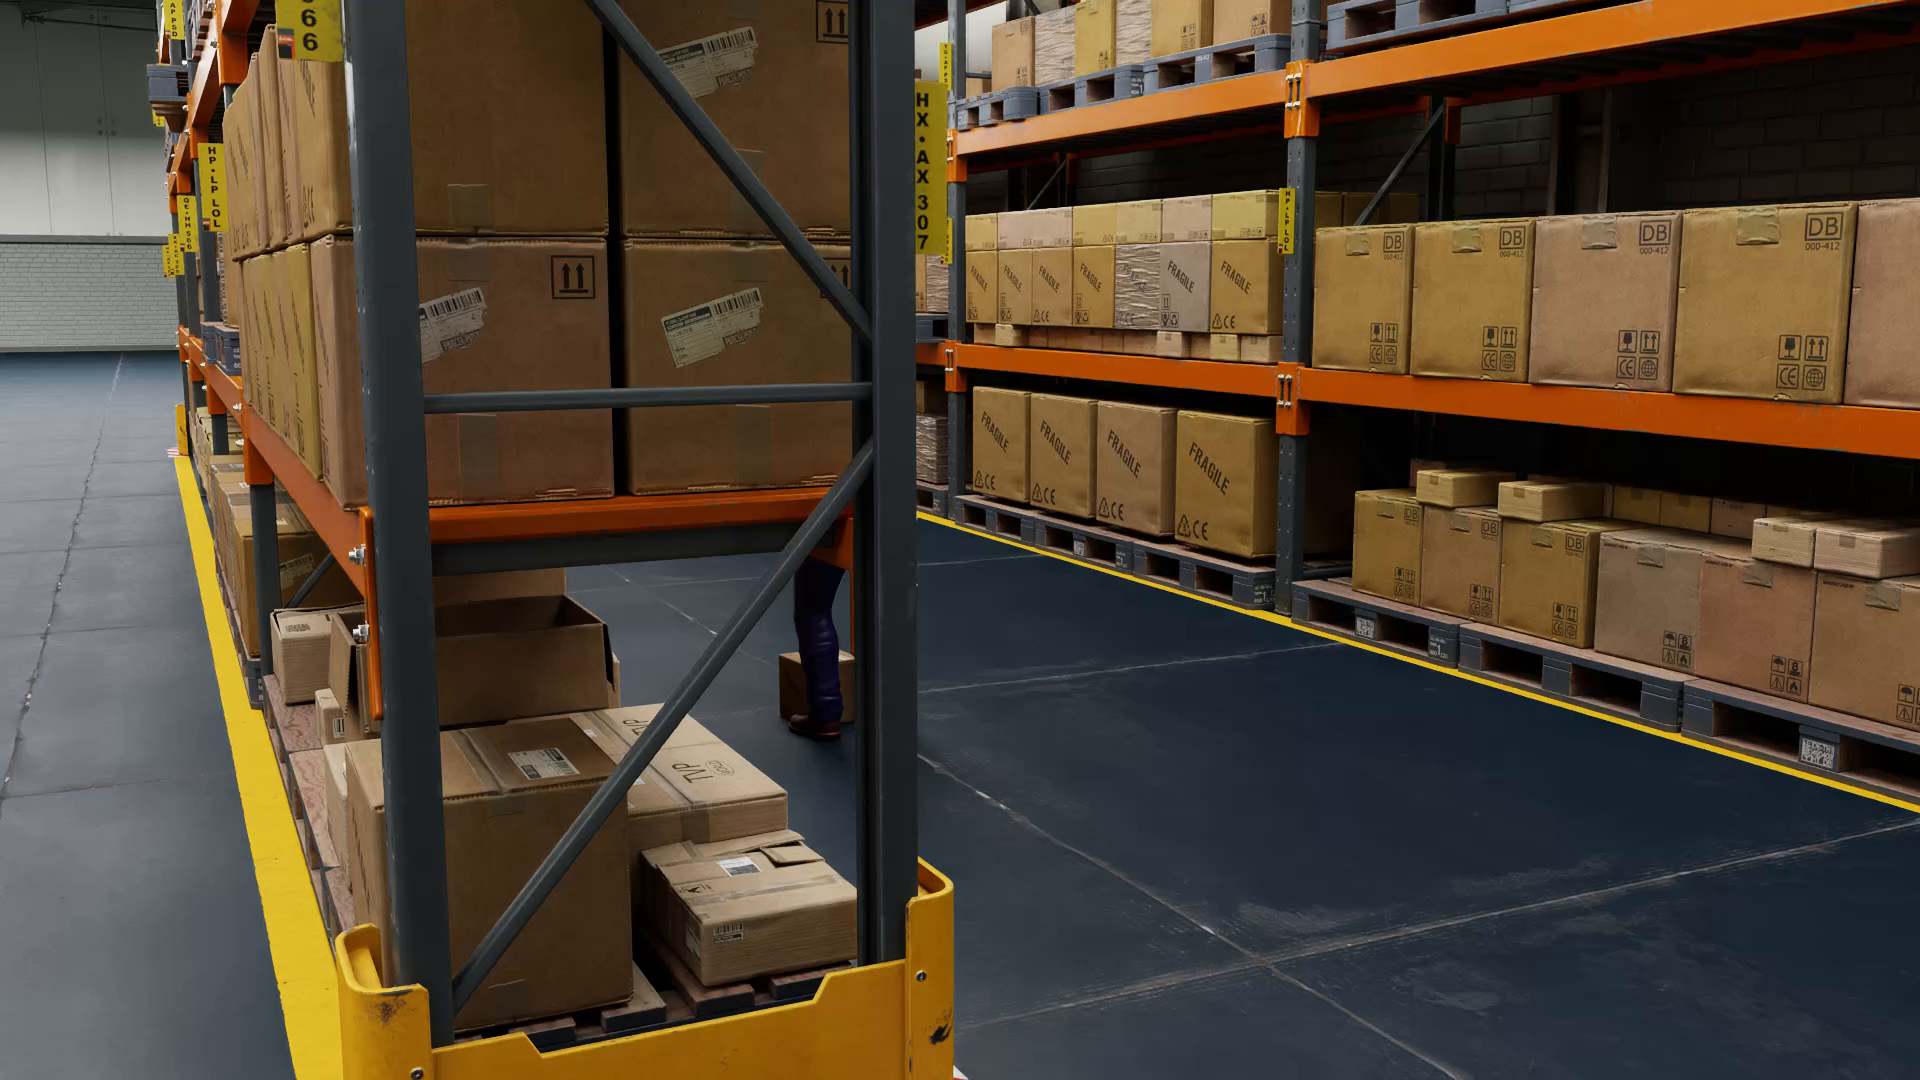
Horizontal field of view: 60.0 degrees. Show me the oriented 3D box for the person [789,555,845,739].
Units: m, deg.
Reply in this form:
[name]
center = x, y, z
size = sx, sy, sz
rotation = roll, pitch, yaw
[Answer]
[person]
center = -0.430, -0.073, 6.352
size = 0.565, 1.651, 0.371
rotation = -5, 10, -30
